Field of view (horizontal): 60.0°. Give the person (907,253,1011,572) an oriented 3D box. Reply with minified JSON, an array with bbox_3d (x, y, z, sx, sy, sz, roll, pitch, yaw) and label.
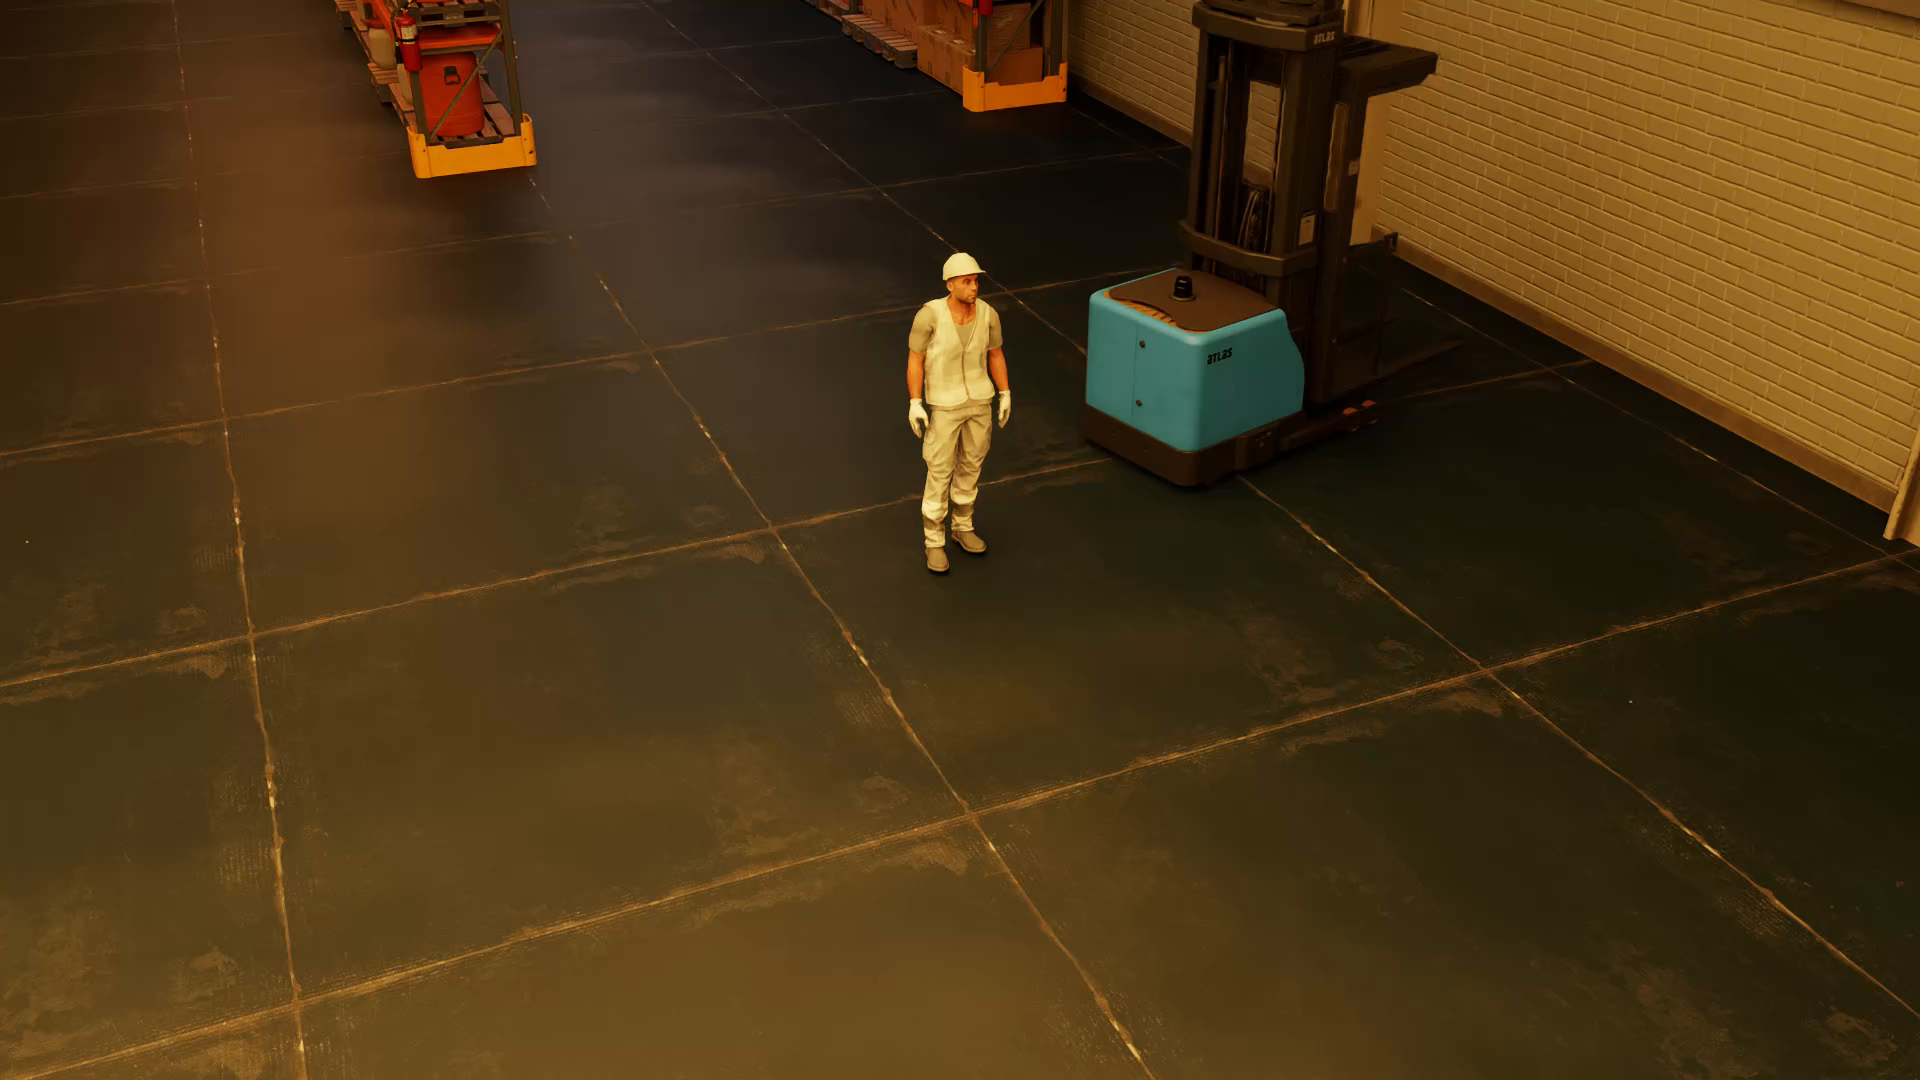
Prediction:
[{"bbox_3d":[0.023,-0.744,9.557,0.638,1.789,0.562,-12,32,-20],"label":"person"}]

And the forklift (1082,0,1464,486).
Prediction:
[{"bbox_3d":[2.291,-2.195,10.958,3.031,2.935,1.130,-21,36,-32],"label":"forklift"}]
